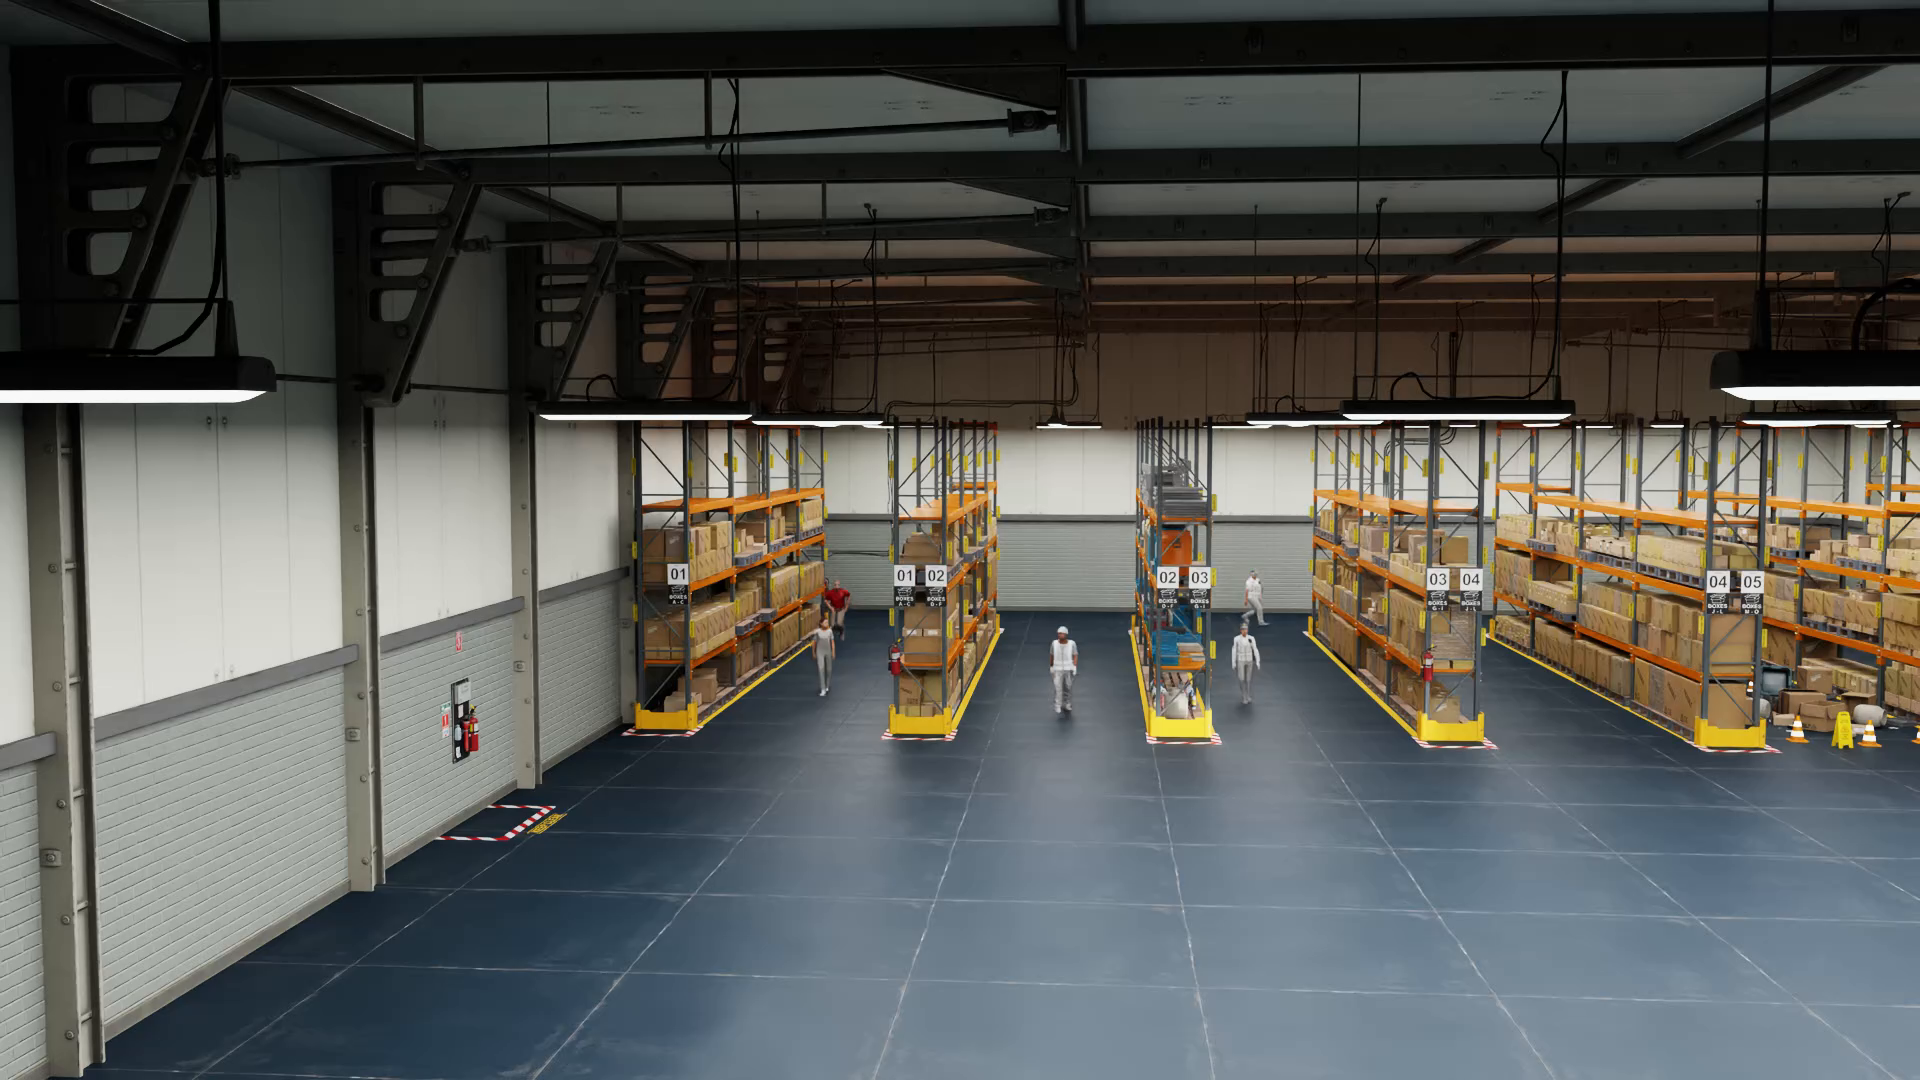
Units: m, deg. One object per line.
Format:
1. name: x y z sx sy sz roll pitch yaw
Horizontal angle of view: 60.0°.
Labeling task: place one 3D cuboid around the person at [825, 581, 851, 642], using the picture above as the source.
1. person: -3.249 1.892 44.284 0.638 1.652 0.740 1 4 14

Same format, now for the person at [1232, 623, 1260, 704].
1. person: 6.039 2.613 35.124 0.556 1.750 0.474 0 4 -1

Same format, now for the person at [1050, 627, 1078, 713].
1. person: 2.093 2.631 33.604 0.575 1.736 1.025 0 4 6

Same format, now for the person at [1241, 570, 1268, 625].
1. person: 8.734 1.687 49.184 0.955 1.632 0.527 4 5 44

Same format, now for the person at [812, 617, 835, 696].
1. person: -2.939 2.530 36.370 0.469 1.663 0.756 -1 4 -20
